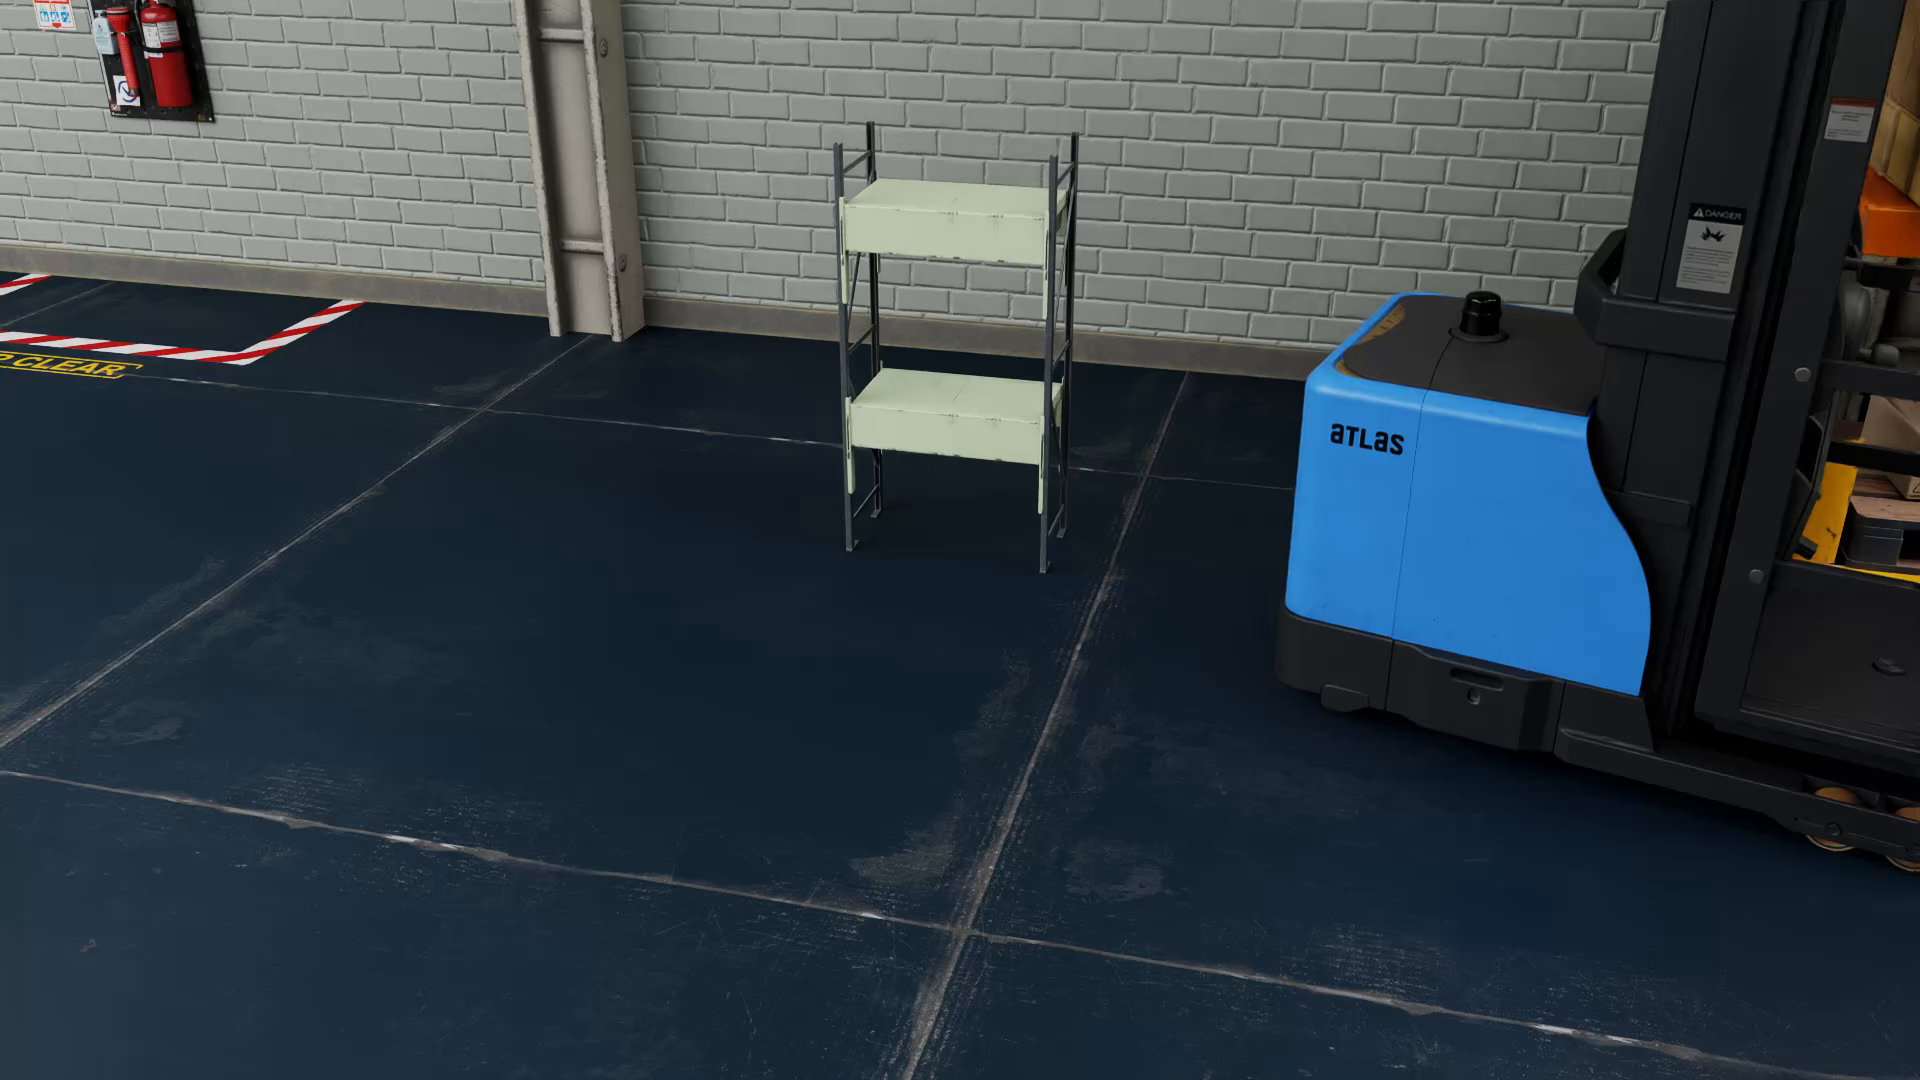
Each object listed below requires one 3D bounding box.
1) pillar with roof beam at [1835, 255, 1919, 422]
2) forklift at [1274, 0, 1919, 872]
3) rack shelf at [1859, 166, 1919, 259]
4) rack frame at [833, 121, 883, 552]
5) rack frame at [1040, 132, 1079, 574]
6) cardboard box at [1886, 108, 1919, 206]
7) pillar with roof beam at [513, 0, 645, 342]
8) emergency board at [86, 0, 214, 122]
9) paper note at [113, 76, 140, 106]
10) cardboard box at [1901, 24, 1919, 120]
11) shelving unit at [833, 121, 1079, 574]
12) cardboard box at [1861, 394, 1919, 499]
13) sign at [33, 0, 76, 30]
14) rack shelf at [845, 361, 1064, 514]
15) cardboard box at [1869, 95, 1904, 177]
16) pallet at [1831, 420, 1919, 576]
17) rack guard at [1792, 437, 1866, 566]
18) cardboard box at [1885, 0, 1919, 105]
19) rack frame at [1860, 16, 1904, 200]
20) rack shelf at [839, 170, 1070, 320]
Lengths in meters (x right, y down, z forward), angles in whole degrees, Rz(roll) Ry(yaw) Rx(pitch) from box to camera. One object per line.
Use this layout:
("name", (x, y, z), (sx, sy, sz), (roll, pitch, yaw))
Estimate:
("pillar with roof beam", (2.891, -2.707, 1.468), (0.400, 9.000, 9.100), (6, 26, 13))
("forklift", (2.526, -0.706, 4.323), (3.031, 2.935, 1.130), (13, 29, 26))
("rack shelf", (5.007, -0.967, 5.628), (4.000, 0.370, 1.077), (6, 26, 13))
("rack frame", (-0.361, -0.717, 6.011), (0.023, 1.500, 0.400), (6, 26, 13))
("rack frame", (0.348, -0.639, 5.847), (0.023, 1.500, 0.400), (6, 26, 13))
("cardboard box", (3.464, -1.263, 5.564), (0.500, 0.250, 0.500), (6, 26, 11))
("pillar with roof beam", (-2.920, -3.350, 2.817), (0.400, 9.000, 9.100), (6, 26, 13))
("emergency board", (-4.231, -2.714, 8.461), (0.643, 1.169, 0.194), (6, 26, 13))
("paper note", (-4.386, -2.364, 8.750), (0.142, 0.148, 0.016), (6, 26, 13))
("cardboard box", (3.458, -1.609, 5.420), (0.500, 0.500, 0.500), (6, 26, 13))
("shelving unit", (-0.006, -0.678, 5.929), (0.755, 1.500, 0.431), (6, 26, 13))
("cardboard box", (3.718, -0.379, 6.172), (0.500, 0.311, 0.500), (3, 26, 7))
("sign", (-4.741, -2.832, 8.667), (0.234, 0.329, 0.001), (6, 26, 13))
("rack shelf", (-0.006, -0.384, 6.069), (0.720, 0.370, 0.431), (6, 26, 13))
("cardboard box", (3.571, -1.478, 6.016), (0.500, 0.250, 0.500), (7, 26, 14))
("pallet", (3.922, -0.137, 6.292), (1.213, 0.211, 1.003), (6, 26, 13))
("rack guard", (3.144, -0.369, 6.444), (0.348, 0.500, 1.175), (6, 26, 13))
("cardboard box", (3.580, -1.824, 5.870), (0.500, 0.500, 0.500), (6, 26, 12))
("rack frame", (3.070, -1.506, 5.923), (0.127, 3.000, 1.000), (6, 26, 13))
("rack shelf", (-0.006, -1.030, 5.761), (0.720, 0.370, 0.431), (6, 26, 13))
